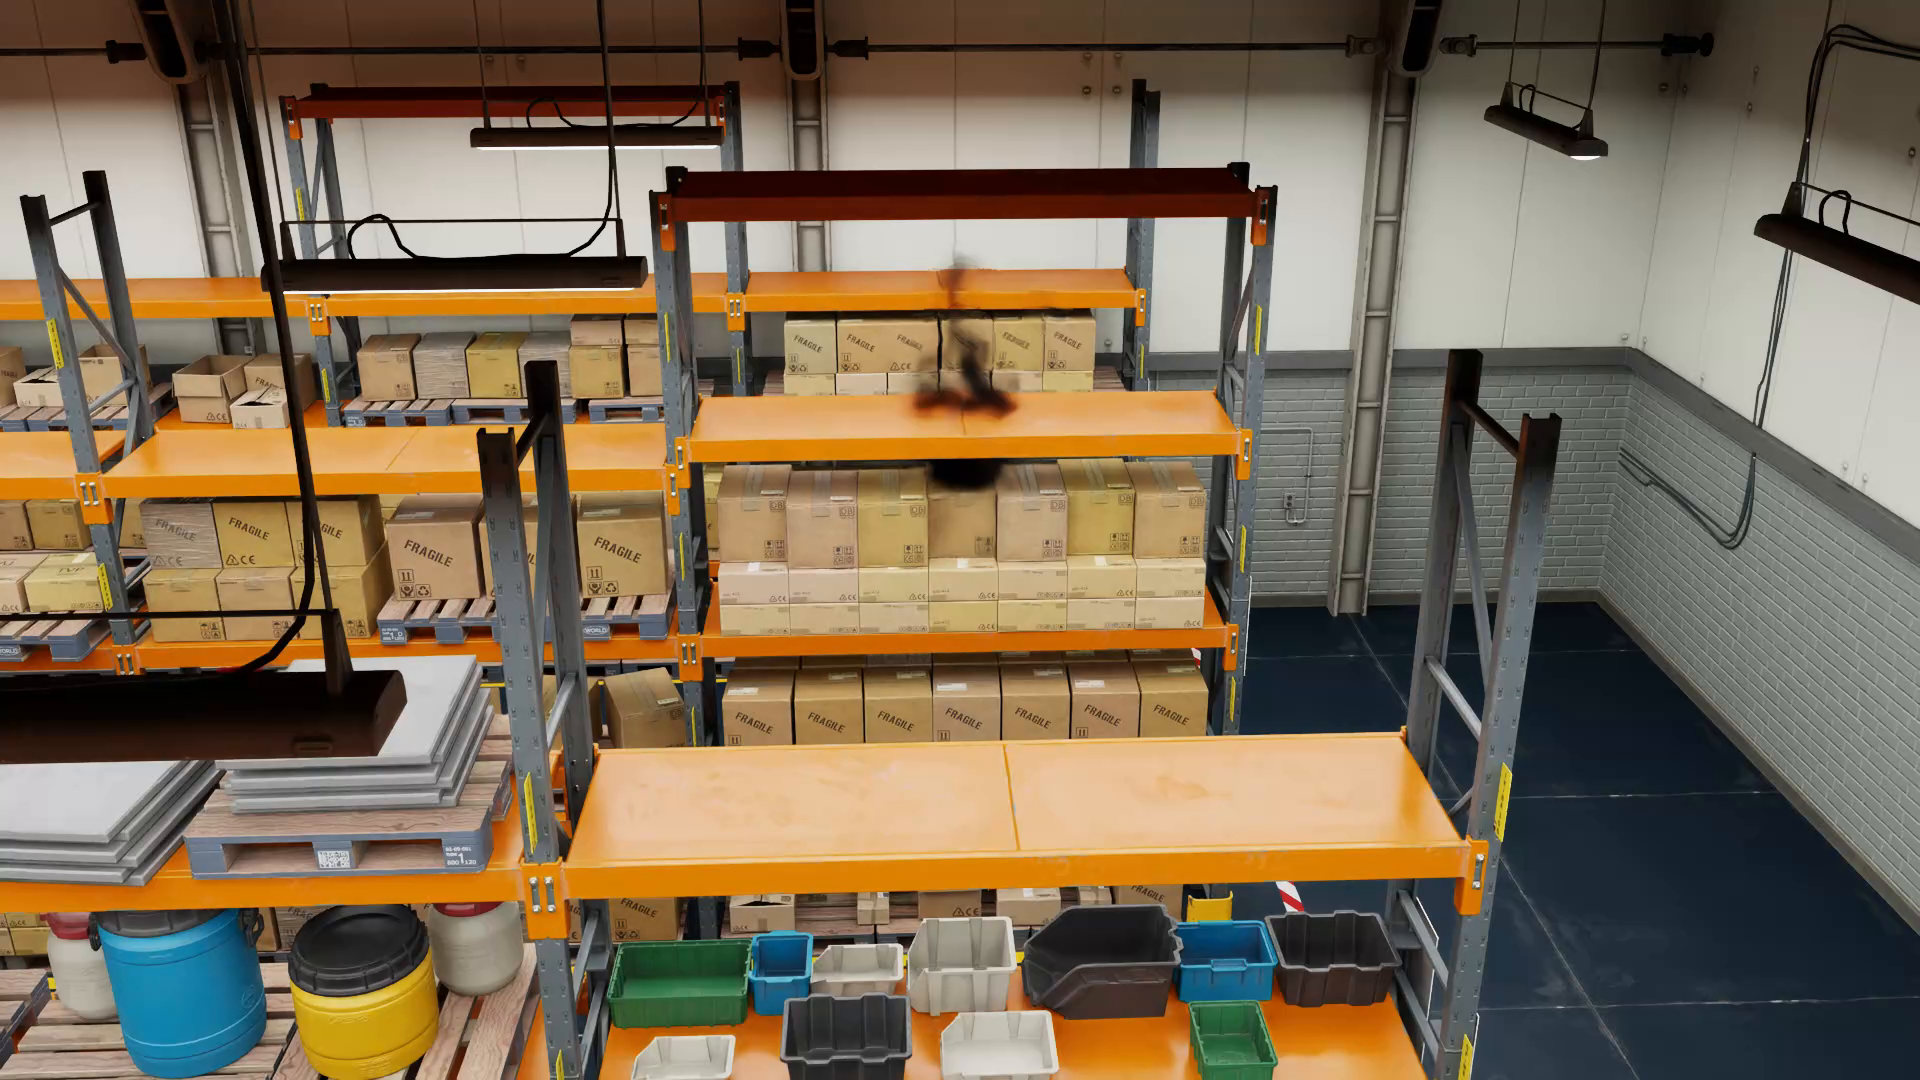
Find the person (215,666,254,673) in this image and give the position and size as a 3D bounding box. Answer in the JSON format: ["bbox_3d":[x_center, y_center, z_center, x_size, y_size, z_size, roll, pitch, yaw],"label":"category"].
[{"bbox_3d":[-6.519,1.540,15.177,1.026,1.723,0.642,-3,22,-6],"label":"person"}]
